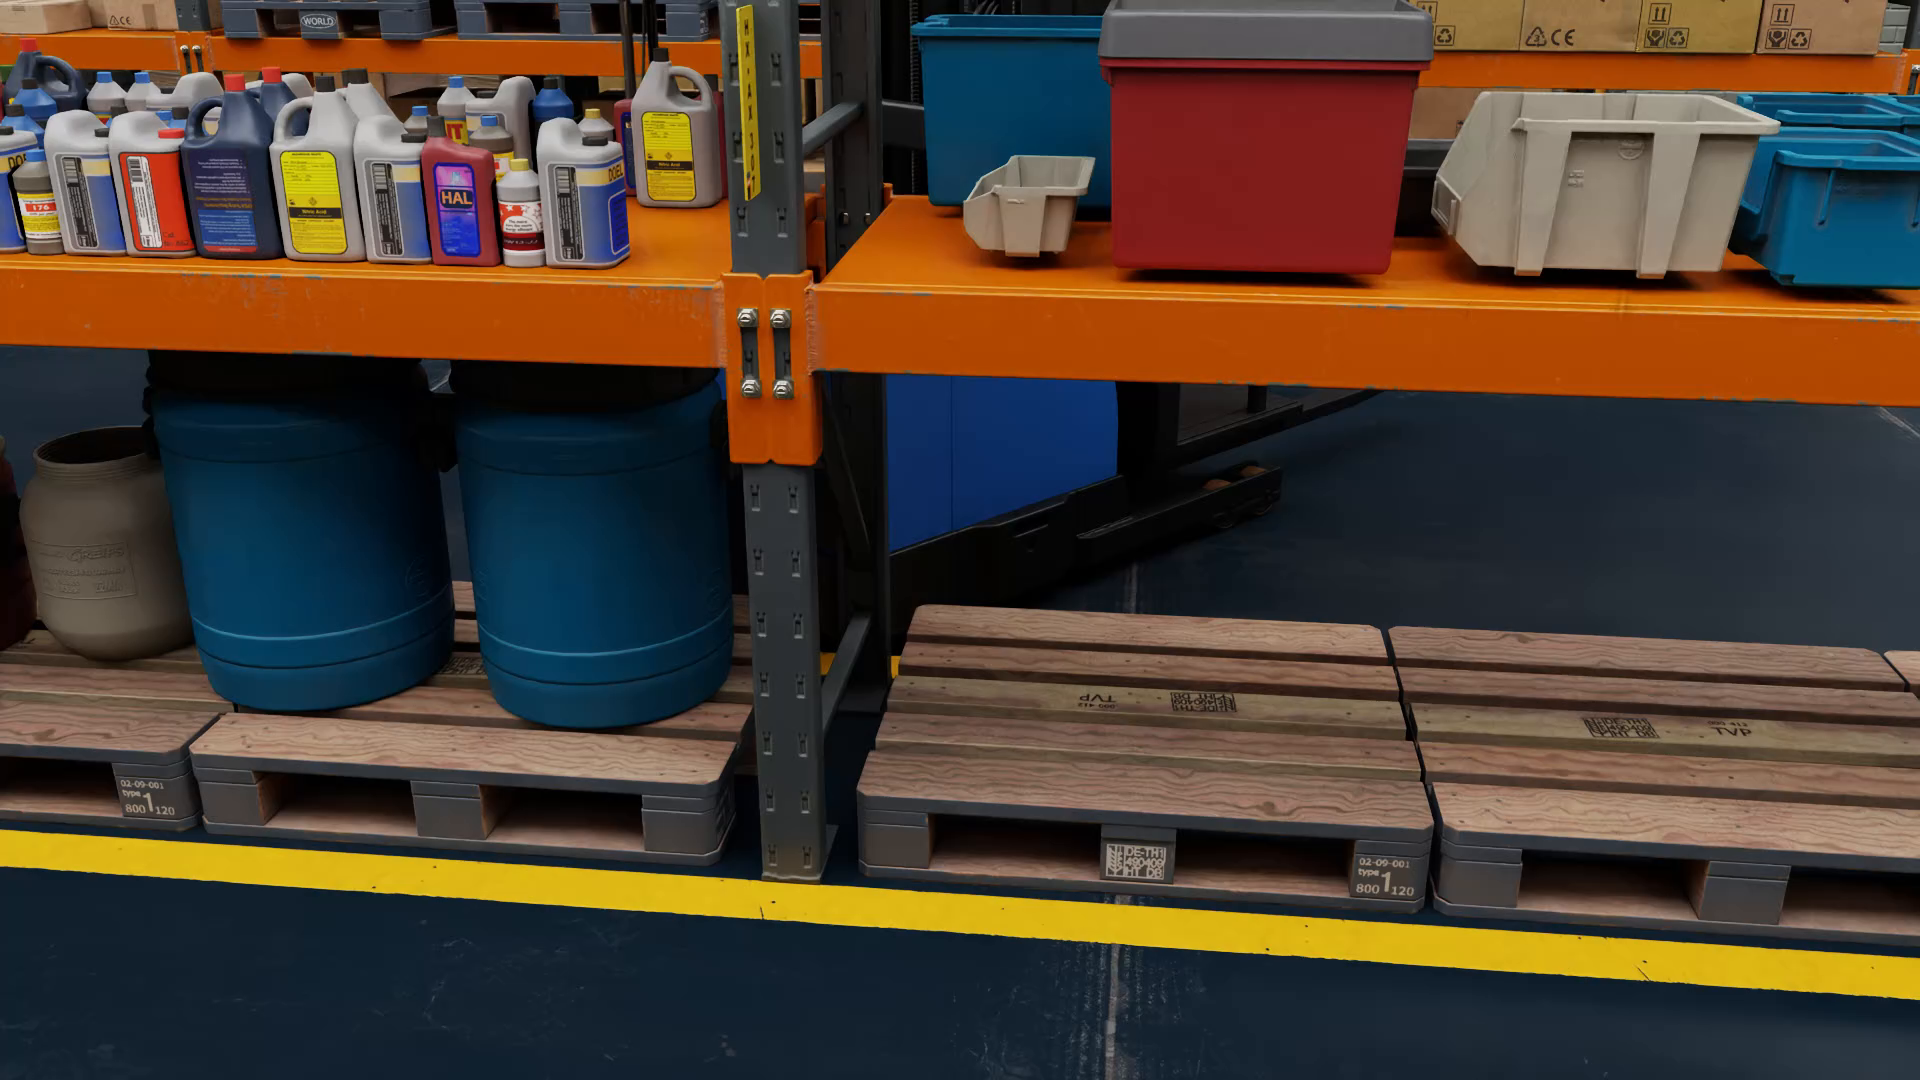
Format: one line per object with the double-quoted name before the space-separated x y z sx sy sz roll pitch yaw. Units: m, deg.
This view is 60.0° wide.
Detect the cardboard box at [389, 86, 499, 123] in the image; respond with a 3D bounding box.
"cardboard box" -2.677 -2.256 8.848 0.500 0.250 0.500 3 22 8

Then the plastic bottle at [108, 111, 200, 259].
"plastic bottle" -1.598 -0.718 3.346 0.135 0.276 0.152 2 22 6

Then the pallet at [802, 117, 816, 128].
"pallet" -1.129 -3.217 13.291 1.213 0.211 1.003 2 22 6

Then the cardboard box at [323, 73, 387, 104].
"cardboard box" -4.827 -3.760 13.671 0.500 0.500 0.700 2 22 6

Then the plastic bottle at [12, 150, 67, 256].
"plastic bottle" -1.850 -0.684 3.361 0.097 0.201 0.097 0 22 0

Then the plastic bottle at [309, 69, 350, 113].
"plastic bottle" -1.500 -0.995 4.036 0.133 0.283 0.061 2 22 6

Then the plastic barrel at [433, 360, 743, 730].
"plastic barrel" -0.843 -0.089 3.867 0.708 0.901 0.600 2 22 6

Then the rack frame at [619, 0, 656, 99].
"rack frame" -0.796 -0.715 4.327 0.015 2.100 0.400 0 22 -1

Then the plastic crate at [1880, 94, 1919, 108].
"plastic crate" 2.154 -0.804 3.540 0.300 0.233 0.416 2 22 6

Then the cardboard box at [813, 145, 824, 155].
"cardboard box" -0.701 -1.819 8.762 0.500 0.500 0.500 3 22 7

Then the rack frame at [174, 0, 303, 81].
"rack frame" -3.690 -2.821 8.495 0.127 3.000 1.000 2 22 6

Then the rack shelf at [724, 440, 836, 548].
"rack shelf" -0.554 -0.052 4.593 0.480 0.518 0.431 0 22 -1

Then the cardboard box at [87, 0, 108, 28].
"cardboard box" -4.555 -2.889 8.788 0.500 0.311 0.500 2 22 6

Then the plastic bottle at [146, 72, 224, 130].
"plastic bottle" -1.869 -0.991 4.035 0.135 0.276 0.152 2 22 6

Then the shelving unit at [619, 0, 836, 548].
"shelving unit" -0.552 -0.715 4.330 0.503 2.100 0.431 0 22 -1

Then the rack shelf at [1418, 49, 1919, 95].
"rack shelf" 2.268 -2.227 7.970 4.000 0.370 1.077 2 22 6

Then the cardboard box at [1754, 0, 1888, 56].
"cardboard box" 3.778 -2.441 7.398 0.500 0.500 0.500 3 22 8

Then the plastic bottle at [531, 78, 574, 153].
"plastic bottle" -0.964 -0.959 3.962 0.097 0.271 0.097 0 22 0

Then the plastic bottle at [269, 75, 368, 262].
"plastic bottle" -1.256 -0.737 3.290 0.185 0.351 0.144 2 22 6

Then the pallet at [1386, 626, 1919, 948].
"pallet" 1.645 0.527 3.820 1.213 0.211 1.003 2 22 6

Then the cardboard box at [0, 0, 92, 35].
"cardboard box" -4.616 -2.642 8.384 0.250 0.149 0.380 2 22 6

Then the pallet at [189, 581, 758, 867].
"pallet" -1.066 0.409 4.119 1.213 0.211 1.003 2 22 6

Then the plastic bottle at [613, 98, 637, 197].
"plastic bottle" -0.751 -0.962 3.953 0.133 0.283 0.061 2 22 6

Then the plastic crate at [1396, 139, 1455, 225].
"plastic crate" 0.839 -0.789 3.648 0.590 0.125 0.437 2 22 6

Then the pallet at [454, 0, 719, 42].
"pallet" -1.758 -2.649 8.321 1.213 0.211 1.003 2 22 6

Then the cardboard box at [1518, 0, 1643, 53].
"cardboard box" 2.767 -2.486 7.512 0.500 0.500 0.500 3 22 7

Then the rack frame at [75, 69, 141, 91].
"rack frame" -7.083 -4.803 13.508 0.127 3.000 1.000 2 22 6

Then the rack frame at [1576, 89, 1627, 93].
"rack frame" 4.834 -4.283 12.194 0.127 3.000 1.000 2 22 6

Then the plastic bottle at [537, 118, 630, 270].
"plastic bottle" -0.734 -0.681 3.250 0.135 0.276 0.152 2 22 6

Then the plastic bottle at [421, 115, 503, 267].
"plastic bottle" -0.969 -0.677 3.232 0.133 0.283 0.061 2 22 6

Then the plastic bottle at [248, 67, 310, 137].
"plastic bottle" -1.422 -0.797 3.444 0.185 0.351 0.144 2 22 6

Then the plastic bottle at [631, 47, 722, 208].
"plastic bottle" -0.656 -0.952 3.834 0.185 0.351 0.144 2 22 6

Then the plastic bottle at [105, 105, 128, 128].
"plastic bottle" -1.735 -0.768 3.478 0.097 0.271 0.097 0 22 0

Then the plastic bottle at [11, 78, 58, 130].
"plastic bottle" -2.191 -0.959 3.962 0.097 0.271 0.097 0 22 0

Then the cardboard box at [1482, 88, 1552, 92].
"cardboard box" 4.127 -3.310 12.561 0.500 0.500 0.700 2 22 6

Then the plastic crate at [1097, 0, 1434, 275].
"plastic crate" 0.553 -0.767 3.131 0.583 0.464 0.402 2 22 6

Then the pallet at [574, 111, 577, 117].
"pallet" -3.887 -3.367 13.669 1.213 0.211 1.003 2 22 6

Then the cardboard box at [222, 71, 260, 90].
"cardboard box" -5.831 -3.815 13.811 0.500 0.500 0.700 2 22 5

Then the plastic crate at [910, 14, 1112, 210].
"plastic crate" 0.199 -0.964 3.739 0.575 0.384 0.392 2 22 6

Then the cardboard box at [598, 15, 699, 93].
"cardboard box" -2.396 -3.745 13.186 0.750 0.750 0.750 2 22 6

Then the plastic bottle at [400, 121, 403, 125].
"plastic bottle" -1.388 -0.945 4.021 0.097 0.201 0.097 0 22 0

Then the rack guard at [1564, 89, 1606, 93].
"rack guard" 4.857 -3.120 12.651 0.348 0.500 1.175 2 22 6

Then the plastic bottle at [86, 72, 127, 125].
"plastic bottle" -2.078 -1.008 4.084 0.097 0.271 0.097 0 22 0

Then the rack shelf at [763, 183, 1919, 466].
"rack shelf" 1.682 -0.418 3.396 4.000 0.370 1.077 2 22 6

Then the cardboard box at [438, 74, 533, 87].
"cardboard box" -3.832 -3.684 13.479 0.500 0.500 0.700 3 22 7

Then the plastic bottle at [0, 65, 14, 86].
"plastic bottle" -2.374 -1.033 4.132 0.133 0.283 0.061 2 22 6

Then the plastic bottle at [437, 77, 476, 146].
"plastic bottle" -1.195 -0.969 3.987 0.097 0.271 0.097 0 22 0

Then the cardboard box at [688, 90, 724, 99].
"cardboard box" -1.163 -2.192 8.685 0.500 0.250 0.500 3 22 6

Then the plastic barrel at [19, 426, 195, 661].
"plastic barrel" -2.096 0.005 4.160 0.421 0.512 0.421 0 22 0

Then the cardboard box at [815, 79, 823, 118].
"cardboard box" -0.682 -3.670 12.996 0.750 0.750 0.750 3 22 8

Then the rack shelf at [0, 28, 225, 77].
"rack shelf" -5.676 -2.573 8.846 4.000 0.370 1.077 2 22 6

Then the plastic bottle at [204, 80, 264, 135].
"plastic bottle" -1.657 -0.925 3.869 0.135 0.276 0.152 2 22 6

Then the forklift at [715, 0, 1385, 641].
"forklift" 0.457 -1.522 5.303 3.031 2.935 1.130 -19 29 -40
